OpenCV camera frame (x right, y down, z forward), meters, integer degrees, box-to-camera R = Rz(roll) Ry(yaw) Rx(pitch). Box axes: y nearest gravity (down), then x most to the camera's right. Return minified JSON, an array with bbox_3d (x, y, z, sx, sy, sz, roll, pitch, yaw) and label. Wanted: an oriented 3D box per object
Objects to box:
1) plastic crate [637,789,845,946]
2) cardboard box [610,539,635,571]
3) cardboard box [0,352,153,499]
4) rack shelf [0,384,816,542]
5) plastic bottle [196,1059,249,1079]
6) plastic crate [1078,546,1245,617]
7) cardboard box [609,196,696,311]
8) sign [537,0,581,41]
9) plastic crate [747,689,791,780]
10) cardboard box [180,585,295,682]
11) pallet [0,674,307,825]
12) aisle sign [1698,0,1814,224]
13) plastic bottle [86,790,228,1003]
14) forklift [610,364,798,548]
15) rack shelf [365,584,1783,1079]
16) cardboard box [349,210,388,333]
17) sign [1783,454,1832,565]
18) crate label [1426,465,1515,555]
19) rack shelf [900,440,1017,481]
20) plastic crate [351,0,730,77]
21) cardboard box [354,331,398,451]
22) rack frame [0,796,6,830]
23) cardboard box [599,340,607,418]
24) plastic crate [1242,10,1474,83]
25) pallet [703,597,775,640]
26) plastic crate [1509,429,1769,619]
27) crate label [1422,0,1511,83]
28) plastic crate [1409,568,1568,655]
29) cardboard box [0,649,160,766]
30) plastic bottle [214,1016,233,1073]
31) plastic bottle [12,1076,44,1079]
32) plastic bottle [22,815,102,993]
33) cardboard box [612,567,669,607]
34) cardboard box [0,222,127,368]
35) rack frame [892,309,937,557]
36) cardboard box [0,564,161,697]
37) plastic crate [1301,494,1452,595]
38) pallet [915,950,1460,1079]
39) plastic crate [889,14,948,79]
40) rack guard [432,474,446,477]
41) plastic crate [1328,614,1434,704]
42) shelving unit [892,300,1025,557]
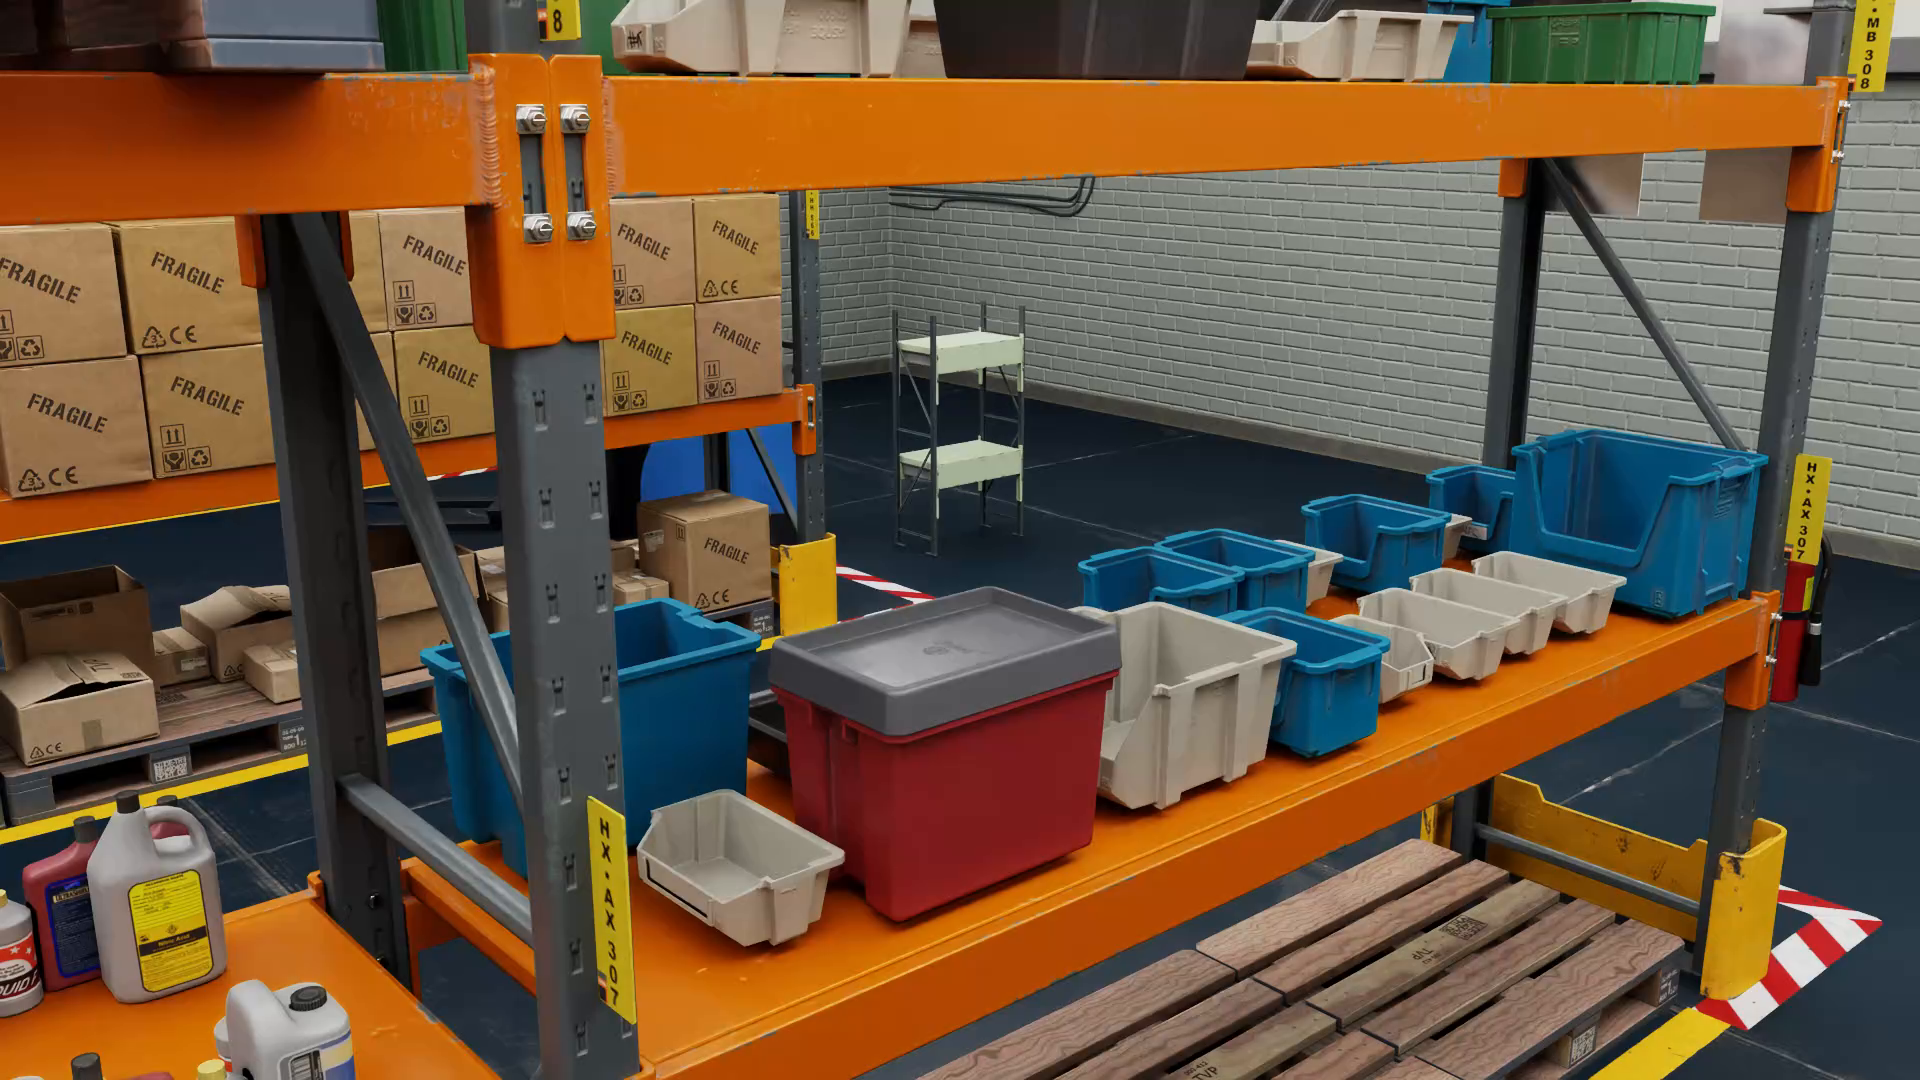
[{"bbox_3d":[-0.417,0.608,3.054,0.243,0.136,0.396,-13,19,-39],"label":"plastic crate"},{"bbox_3d":[-2.067,0.156,8.829,0.500,0.250,0.500,-13,19,-39],"label":"cardboard box"},{"bbox_3d":[-3.548,-0.485,6.561,0.500,0.500,0.500,-12,19,-38],"label":"cardboard box"},{"bbox_3d":[-2.602,-0.395,7.811,4.000,0.370,1.077,-13,19,-39],"label":"rack shelf"},{"bbox_3d":[-1.017,0.812,2.284,0.097,0.201,0.097,0,15,0],"label":"plastic bottle"},{"bbox_3d":[0.533,0.187,4.446,0.300,0.233,0.416,-13,19,-39],"label":"plastic crate"},{"bbox_3d":[-1.629,-1.398,8.041,0.500,0.500,0.500,-12,19,-38],"label":"cardboard box"},{"bbox_3d":[-0.503,-0.785,2.047,0.005,0.325,0.100,-13,19,-39],"label":"sign"},{"bbox_3d":[-0.194,0.423,3.770,0.590,0.125,0.437,-13,19,-39],"label":"plastic crate"},{"bbox_3d":[-3.302,0.404,7.783,0.500,0.311,0.500,-13,19,-39],"label":"cardboard box"},{"bbox_3d":[-3.592,0.827,7.244,1.213,0.211,1.003,-13,19,-39],"label":"pallet"},{"bbox_3d":[2.402,-1.328,4.870,0.004,0.787,0.394,-13,19,-39],"label":"aisle sign"},{"bbox_3d":[-1.371,0.588,2.831,0.185,0.351,0.144,-13,19,-39],"label":"plastic bottle"},{"bbox_3d":[-2.412,-1.395,10.292,3.031,2.935,1.130,-1,15,-2],"label":"forklift"},{"bbox_3d":[0.647,0.570,4.198,4.000,0.370,1.077,-13,19,-39],"label":"rack shelf"},{"bbox_3d":[-2.794,-1.135,7.055,0.500,0.500,0.500,-13,20,-41],"label":"cardboard box"},{"bbox_3d":[2.529,-0.091,4.962,0.005,0.325,0.100,-13,19,-39],"label":"sign"},{"bbox_3d":[1.753,-0.087,5.471,0.303,0.233,0.416,-13,19,-39],"label":"crate label"},{"bbox_3d":[-0.005,-0.503,10.611,0.686,0.124,0.368,-13,19,-39],"label":"rack shelf"},{"bbox_3d":[-0.741,-0.916,2.966,0.662,0.188,0.450,-13,19,-39],"label":"plastic crate"},{"bbox_3d":[-2.785,-0.657,7.204,0.500,0.500,0.500,-13,20,-40],"label":"cardboard box"},{"bbox_3d":[-4.111,-0.404,6.450,0.127,3.000,1.000,-13,19,-39],"label":"rack frame"},{"bbox_3d":[-2.022,-0.829,7.847,0.500,0.500,0.500,-12,19,-39],"label":"cardboard box"},{"bbox_3d":[0.759,-1.040,3.529,0.530,0.136,0.437,-13,19,-39],"label":"plastic crate"},{"bbox_3d":[-1.752,0.414,8.792,1.213,0.211,1.003,-13,19,-39],"label":"pallet"},{"bbox_3d":[2.025,-0.070,5.013,0.499,0.435,0.616,-13,19,-39],"label":"plastic crate"},{"bbox_3d":[1.247,-1.401,4.656,0.502,0.251,0.408,-13,19,-39],"label":"crate label"},{"bbox_3d":[1.431,0.202,4.578,0.243,0.136,0.396,-13,19,-39],"label":"plastic crate"},{"bbox_3d":[-3.652,0.654,6.848,0.500,0.311,0.500,-13,19,-39],"label":"cardboard box"},{"bbox_3d":[-1.043,0.766,2.456,0.097,0.201,0.097,0,15,0],"label":"plastic bottle"},{"bbox_3d":[-1.223,0.813,2.136,0.135,0.276,0.152,-13,19,-39],"label":"plastic bottle"},{"bbox_3d":[-1.520,0.619,2.846,0.133,0.283,0.061,-13,19,-39],"label":"plastic bottle"},{"bbox_3d":[-1.707,0.266,8.580,0.250,0.166,0.380,-13,19,-39],"label":"cardboard box"},{"bbox_3d":[-3.571,-0.960,6.401,0.500,0.500,0.500,-12,19,-38],"label":"cardboard box"},{"bbox_3d":[-0.281,-0.661,10.320,0.023,1.500,0.400,-13,19,-39],"label":"rack frame"},{"bbox_3d":[-3.867,0.439,7.283,0.500,0.500,0.500,-13,19,-39],"label":"cardboard box"},{"bbox_3d":[1.256,0.025,5.054,0.300,0.233,0.416,-13,19,-39],"label":"plastic crate"},{"bbox_3d":[0.588,1.568,4.469,1.213,0.211,1.003,-13,19,-39],"label":"pallet"},{"bbox_3d":[-0.153,-1.050,3.568,0.466,0.136,0.293,-13,19,-39],"label":"plastic crate"},{"bbox_3d":[-4.330,-0.842,12.932,0.348,0.500,1.175,-13,19,-39],"label":"rack guard"},{"bbox_3d":[1.026,0.307,4.182,0.250,0.136,0.298,-13,19,-39],"label":"plastic crate"},{"bbox_3d":[-0.005,-0.723,10.552,0.755,1.500,0.431,-13,19,-39],"label":"shelving unit"}]
